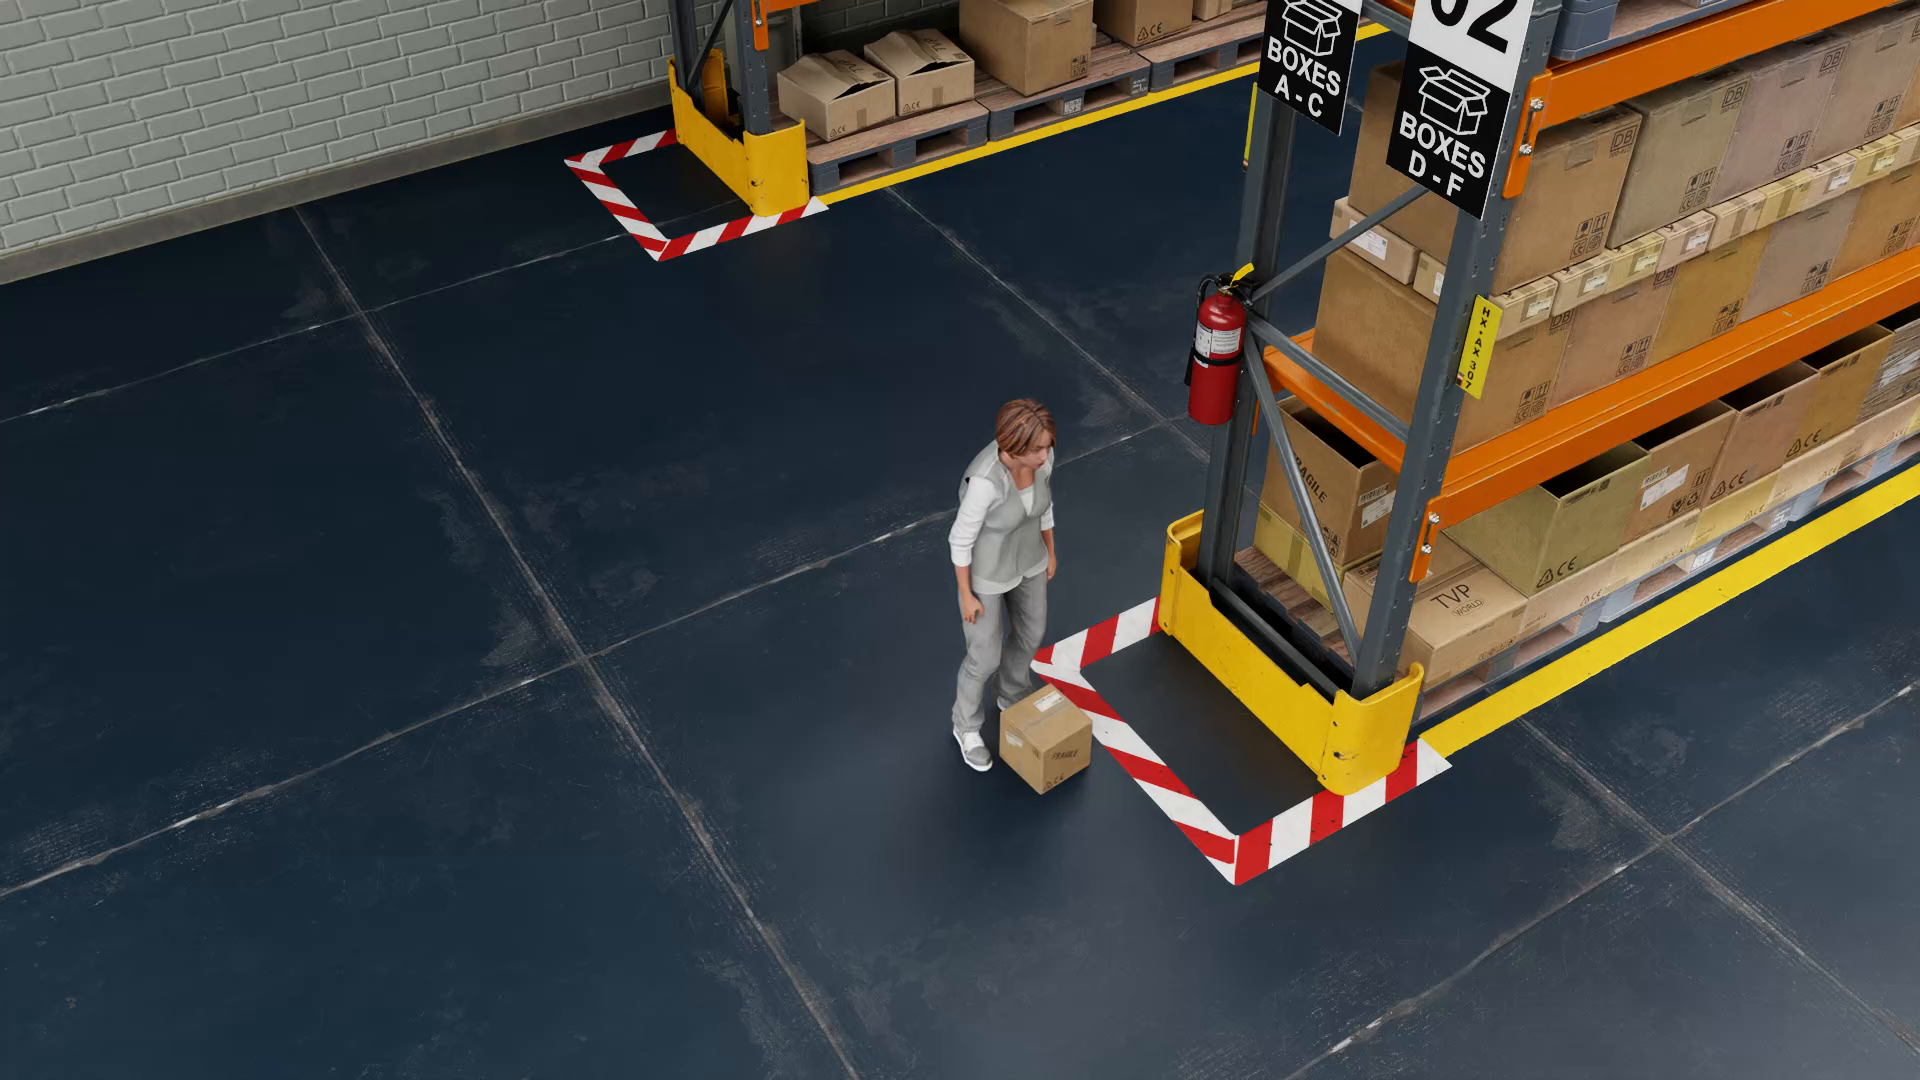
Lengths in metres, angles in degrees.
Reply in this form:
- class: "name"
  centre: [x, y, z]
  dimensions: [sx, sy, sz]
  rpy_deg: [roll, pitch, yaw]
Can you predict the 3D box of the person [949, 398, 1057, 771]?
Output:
- class: "person"
  centre: [0.161, 0.128, 6.022]
  dimensions: [0.478, 1.591, 0.345]
  rpy_deg: [-29, 49, -29]
